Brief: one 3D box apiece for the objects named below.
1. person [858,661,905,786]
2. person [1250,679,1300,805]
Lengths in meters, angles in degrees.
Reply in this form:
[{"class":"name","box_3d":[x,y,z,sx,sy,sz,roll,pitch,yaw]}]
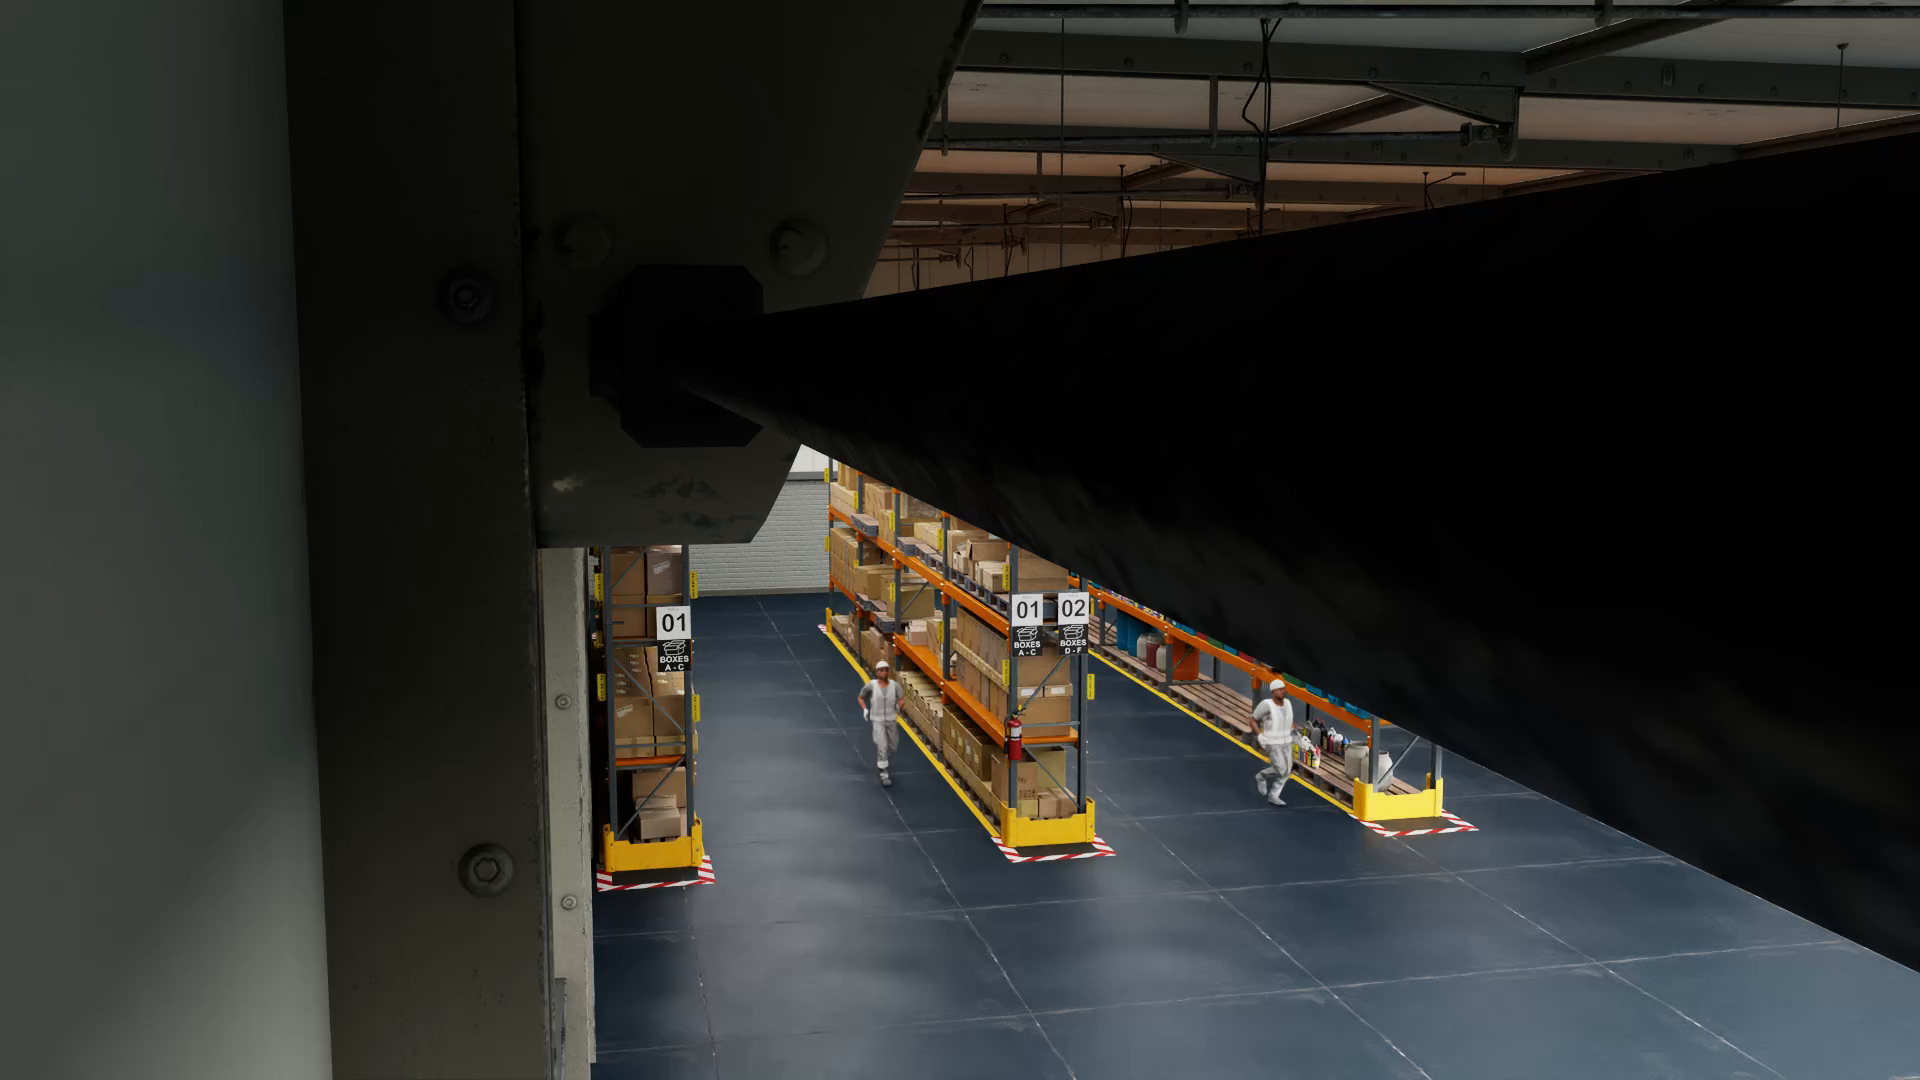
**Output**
[{"class":"person","box_3d":[-1.115,2.614,24.008,0.668,1.760,0.868,-2,7,-16]},{"class":"person","box_3d":[4.355,2.772,22.766,0.684,1.732,0.594,-4,8,-30]}]
